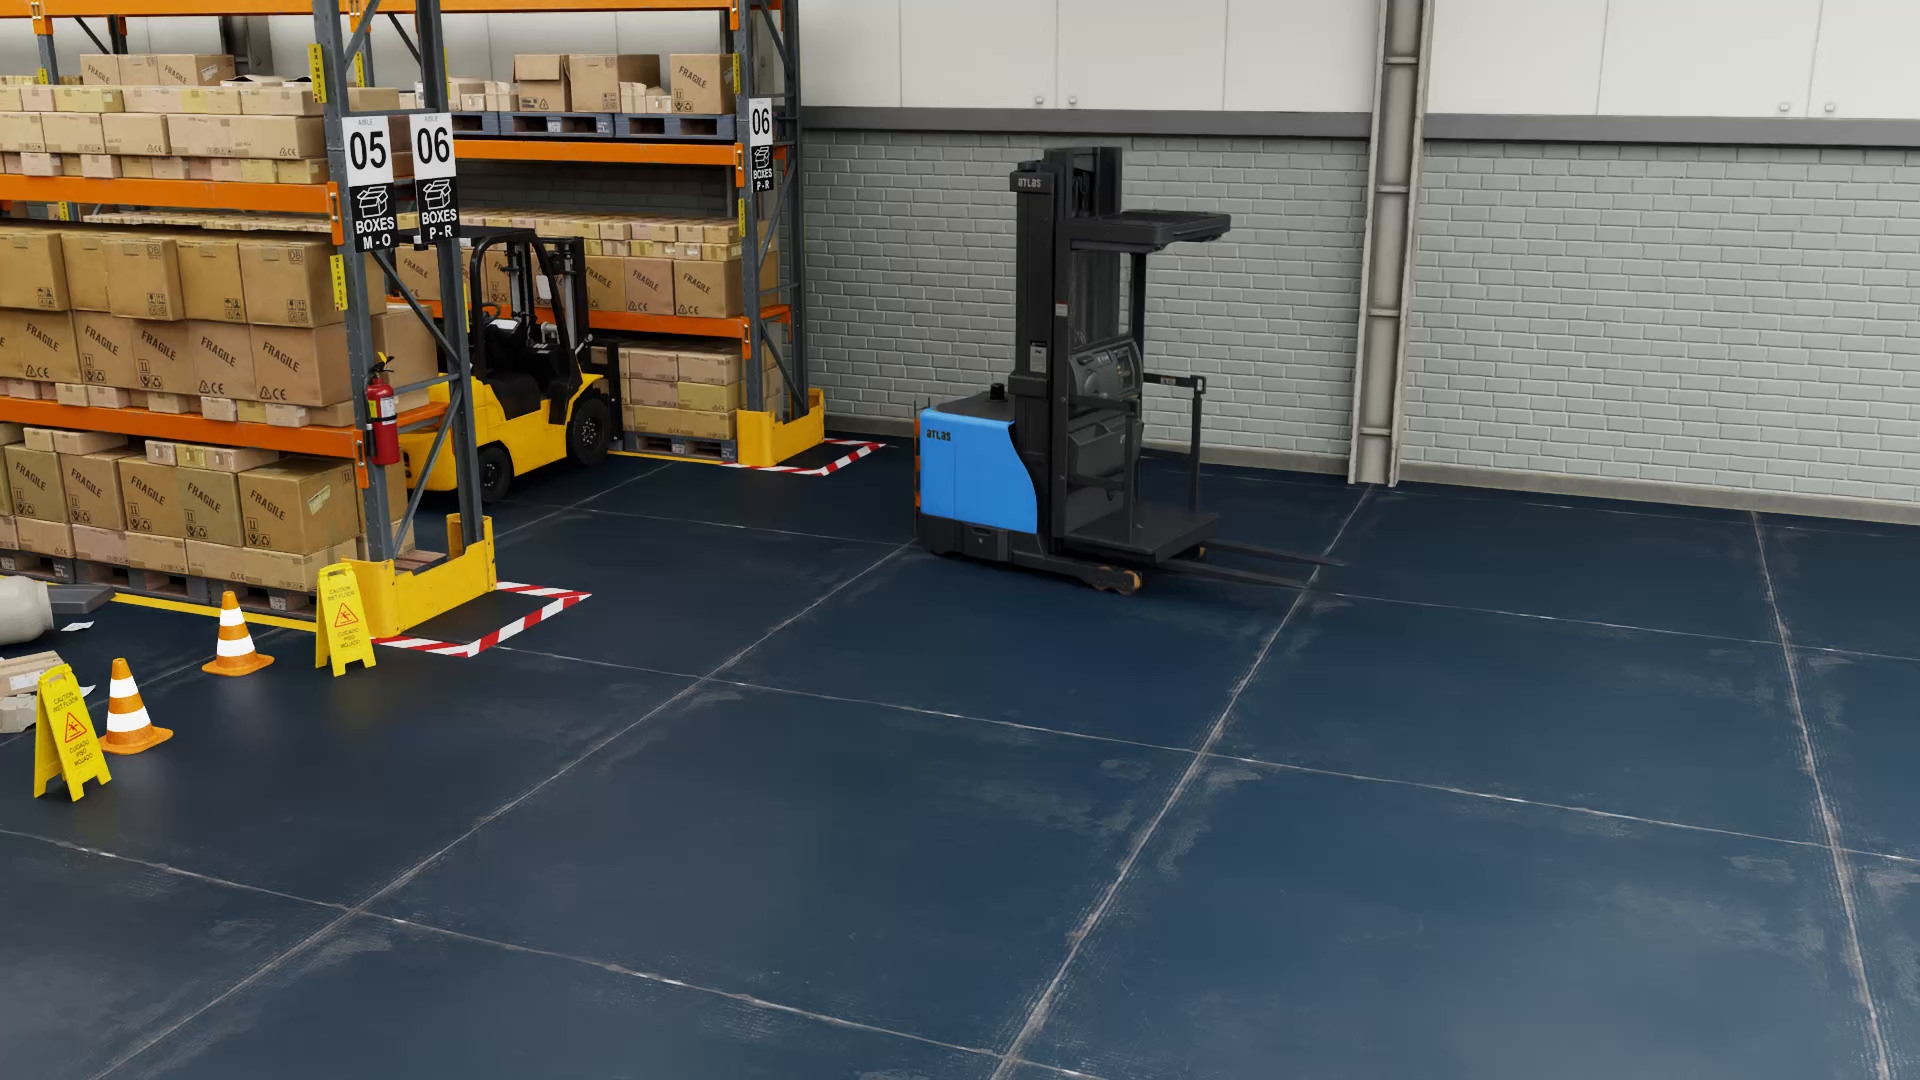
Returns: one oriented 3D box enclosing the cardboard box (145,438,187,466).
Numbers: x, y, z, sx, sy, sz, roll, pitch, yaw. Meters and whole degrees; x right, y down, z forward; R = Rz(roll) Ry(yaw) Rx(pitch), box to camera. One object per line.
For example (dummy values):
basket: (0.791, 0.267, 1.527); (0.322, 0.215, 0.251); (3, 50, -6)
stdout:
cardboard box: (-5.178, -0.615, 11.081); (0.250, 0.149, 0.380); (7, 18, 23)

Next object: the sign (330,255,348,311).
sign: (-3.716, -1.539, 9.952); (0.005, 0.325, 0.100); (6, 17, 21)

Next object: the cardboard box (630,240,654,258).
cardboard box: (-2.795, -2.673, 15.157); (0.250, 0.149, 0.380); (6, 17, 20)

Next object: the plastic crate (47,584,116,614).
plastic crate: (-6.055, 0.393, 11.178); (0.583, 0.080, 0.402); (0, 16, 1)

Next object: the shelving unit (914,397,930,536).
shelving unit: (-0.186, -0.542, 12.659); (0.252, 1.050, 0.215); (11, 19, 33)

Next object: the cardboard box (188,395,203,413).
cardboard box: (-4.864, -0.946, 11.002); (0.250, 0.149, 0.380); (7, 17, 21)

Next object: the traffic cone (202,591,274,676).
traffic cone: (-4.367, 0.535, 10.000); (0.334, 0.463, 0.336); (6, 17, 21)

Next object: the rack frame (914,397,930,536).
rack frame: (-0.287, -0.562, 12.725); (0.008, 1.050, 0.200); (11, 19, 33)

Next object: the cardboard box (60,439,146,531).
cardboard box: (-5.781, -0.388, 11.465); (0.500, 0.500, 0.500); (7, 18, 24)

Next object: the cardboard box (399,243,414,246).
cardboard box: (-5.197, -2.929, 16.040); (0.250, 0.149, 0.380); (6, 17, 20)

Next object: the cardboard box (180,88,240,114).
cardboard box: (-4.604, -2.731, 10.342); (0.250, 0.149, 0.380); (6, 17, 21)

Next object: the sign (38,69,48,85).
sign: (-9.319, -4.628, 16.927); (0.005, 0.325, 0.100); (6, 17, 21)

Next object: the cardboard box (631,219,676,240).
cardboard box: (-2.785, -2.827, 15.156); (0.250, 0.149, 0.380); (6, 17, 21)

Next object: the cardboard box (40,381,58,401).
cardboard box: (-6.050, -1.062, 11.400); (0.250, 0.149, 0.380); (6, 17, 20)

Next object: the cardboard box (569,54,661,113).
cardboard box: (-3.093, -4.112, 14.966); (0.500, 0.500, 0.700); (6, 17, 21)

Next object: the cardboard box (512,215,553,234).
cardboard box: (-3.982, -2.952, 15.586); (0.250, 0.149, 0.380); (6, 17, 20)

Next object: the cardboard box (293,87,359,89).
cardboard box: (-3.990, -2.787, 10.535); (0.250, 0.149, 0.380); (6, 17, 20)

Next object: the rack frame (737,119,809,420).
rack frame: (-1.676, -2.261, 15.082); (0.127, 3.000, 1.000); (6, 17, 21)

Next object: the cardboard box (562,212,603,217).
cardboard box: (-3.585, -3.045, 15.906); (0.250, 0.149, 0.380); (7, 18, 22)

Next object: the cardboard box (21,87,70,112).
cardboard box: (-5.810, -2.850, 10.749); (0.250, 0.149, 0.380); (6, 17, 20)

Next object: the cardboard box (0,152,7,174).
cardboard box: (-6.302, -2.533, 11.090); (0.250, 0.149, 0.380); (7, 18, 22)

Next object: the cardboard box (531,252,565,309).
cardboard box: (-3.658, -2.448, 15.546); (0.500, 0.500, 0.500); (6, 17, 21)

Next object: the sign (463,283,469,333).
sign: (-3.295, -1.530, 11.011); (0.005, 0.325, 0.100); (6, 17, 21)

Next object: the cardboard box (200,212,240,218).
cardboard box: (-7.770, -3.364, 17.539); (0.250, 0.149, 0.380); (6, 17, 20)

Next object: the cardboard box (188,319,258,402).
cardboard box: (-4.564, -1.201, 10.717); (0.500, 0.500, 0.500); (6, 17, 21)

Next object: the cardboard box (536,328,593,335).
cardboard box: (-3.926, -1.928, 16.321); (0.500, 0.250, 0.500); (6, 17, 21)

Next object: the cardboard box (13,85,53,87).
cardboard box: (-6.360, -3.053, 11.450); (0.250, 0.149, 0.380); (7, 17, 22)

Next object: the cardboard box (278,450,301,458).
cardboard box: (-4.653, -0.424, 11.587); (0.500, 0.500, 0.500); (6, 17, 19)

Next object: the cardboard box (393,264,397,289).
cardboard box: (-5.759, -2.720, 16.932); (0.500, 0.250, 0.500); (7, 17, 22)

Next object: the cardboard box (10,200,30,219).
cardboard box: (-10.704, -3.450, 18.238); (0.637, 0.503, 0.797); (6, 17, 19)

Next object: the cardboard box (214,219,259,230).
cardboard box: (-7.271, -3.137, 16.758); (0.250, 0.149, 0.380); (6, 17, 19)

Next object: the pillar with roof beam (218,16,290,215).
pillar with roof beam: (-9.154, -4.945, 13.565); (0.400, 9.000, 9.100); (6, 17, 21)

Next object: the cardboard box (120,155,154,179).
cardboard box: (-5.109, -2.396, 10.616); (0.250, 0.149, 0.380); (6, 17, 19)

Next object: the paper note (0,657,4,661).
paper note: (-5.838, 0.752, 10.050); (0.142, 0.019, 0.148); (14, 21, 40)

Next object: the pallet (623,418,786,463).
pallet: (-2.403, -0.990, 15.703); (1.213, 0.211, 1.003); (6, 17, 21)

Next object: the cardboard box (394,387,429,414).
cardboard box: (-3.734, -0.941, 10.986); (0.250, 0.149, 0.380); (6, 17, 21)

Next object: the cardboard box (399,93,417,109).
cardboard box: (-5.091, -4.115, 15.607); (0.250, 0.149, 0.380); (7, 17, 22)

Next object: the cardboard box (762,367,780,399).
cardboard box: (-2.037, -1.484, 15.689); (0.500, 0.250, 0.500); (7, 17, 22)

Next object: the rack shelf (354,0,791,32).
rack shelf: (-3.536, -4.809, 15.107); (4.000, 0.370, 1.077); (6, 17, 21)

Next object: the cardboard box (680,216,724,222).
cardboard box: (-2.392, -2.912, 15.449); (0.250, 0.149, 0.380); (7, 17, 22)

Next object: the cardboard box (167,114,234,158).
cardboard box: (-4.531, -2.523, 10.338); (0.500, 0.250, 0.500); (6, 17, 20)

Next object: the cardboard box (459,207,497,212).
cardboard box: (-4.771, -3.182, 16.378); (0.250, 0.149, 0.380); (6, 17, 19)

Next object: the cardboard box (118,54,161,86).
cardboard box: (-8.027, -4.655, 16.835); (0.500, 0.500, 0.700); (6, 17, 20)

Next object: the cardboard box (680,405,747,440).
cardboard box: (-2.229, -1.109, 15.291); (0.500, 0.250, 0.500); (6, 17, 21)

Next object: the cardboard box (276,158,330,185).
cardboard box: (-3.928, -2.257, 10.139); (0.250, 0.149, 0.380); (6, 17, 21)

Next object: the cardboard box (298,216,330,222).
cardboard box: (-6.575, -3.241, 17.115); (0.250, 0.149, 0.380); (6, 17, 21)

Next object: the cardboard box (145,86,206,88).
cardboard box: (-5.153, -2.929, 11.024); (0.250, 0.149, 0.380); (7, 17, 22)

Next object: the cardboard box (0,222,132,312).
cardboard box: (-5.961, -1.836, 11.112); (0.500, 0.500, 0.700); (6, 17, 19)

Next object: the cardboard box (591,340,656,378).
cardboard box: (-3.169, -1.689, 15.495); (0.500, 0.250, 0.500); (7, 17, 21)

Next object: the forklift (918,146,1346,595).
forklift: (1.196, -1.197, 11.540); (3.031, 2.935, 1.130); (11, 19, 33)

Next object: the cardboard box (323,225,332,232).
cardboard box: (-6.043, -3.029, 16.384); (0.250, 0.149, 0.380); (6, 17, 20)

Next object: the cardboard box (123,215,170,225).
cardboard box: (-8.432, -3.284, 17.261); (0.250, 0.149, 0.380); (7, 18, 22)

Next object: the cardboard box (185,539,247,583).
cardboard box: (-4.823, 0.077, 11.206); (0.500, 0.250, 0.500); (6, 17, 21)

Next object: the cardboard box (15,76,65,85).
cardboard box: (-9.546, -4.741, 17.264); (0.250, 0.149, 0.380); (7, 18, 22)

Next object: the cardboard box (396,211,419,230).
cardboard box: (-5.209, -3.063, 15.969); (0.250, 0.149, 0.380); (7, 17, 22)

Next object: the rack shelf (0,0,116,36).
rack shelf: (-10.978, -5.628, 17.926); (4.000, 0.370, 1.077); (6, 17, 21)

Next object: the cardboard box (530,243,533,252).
cardboard box: (-4.017, -2.791, 15.564); (0.250, 0.149, 0.380); (6, 17, 19)
